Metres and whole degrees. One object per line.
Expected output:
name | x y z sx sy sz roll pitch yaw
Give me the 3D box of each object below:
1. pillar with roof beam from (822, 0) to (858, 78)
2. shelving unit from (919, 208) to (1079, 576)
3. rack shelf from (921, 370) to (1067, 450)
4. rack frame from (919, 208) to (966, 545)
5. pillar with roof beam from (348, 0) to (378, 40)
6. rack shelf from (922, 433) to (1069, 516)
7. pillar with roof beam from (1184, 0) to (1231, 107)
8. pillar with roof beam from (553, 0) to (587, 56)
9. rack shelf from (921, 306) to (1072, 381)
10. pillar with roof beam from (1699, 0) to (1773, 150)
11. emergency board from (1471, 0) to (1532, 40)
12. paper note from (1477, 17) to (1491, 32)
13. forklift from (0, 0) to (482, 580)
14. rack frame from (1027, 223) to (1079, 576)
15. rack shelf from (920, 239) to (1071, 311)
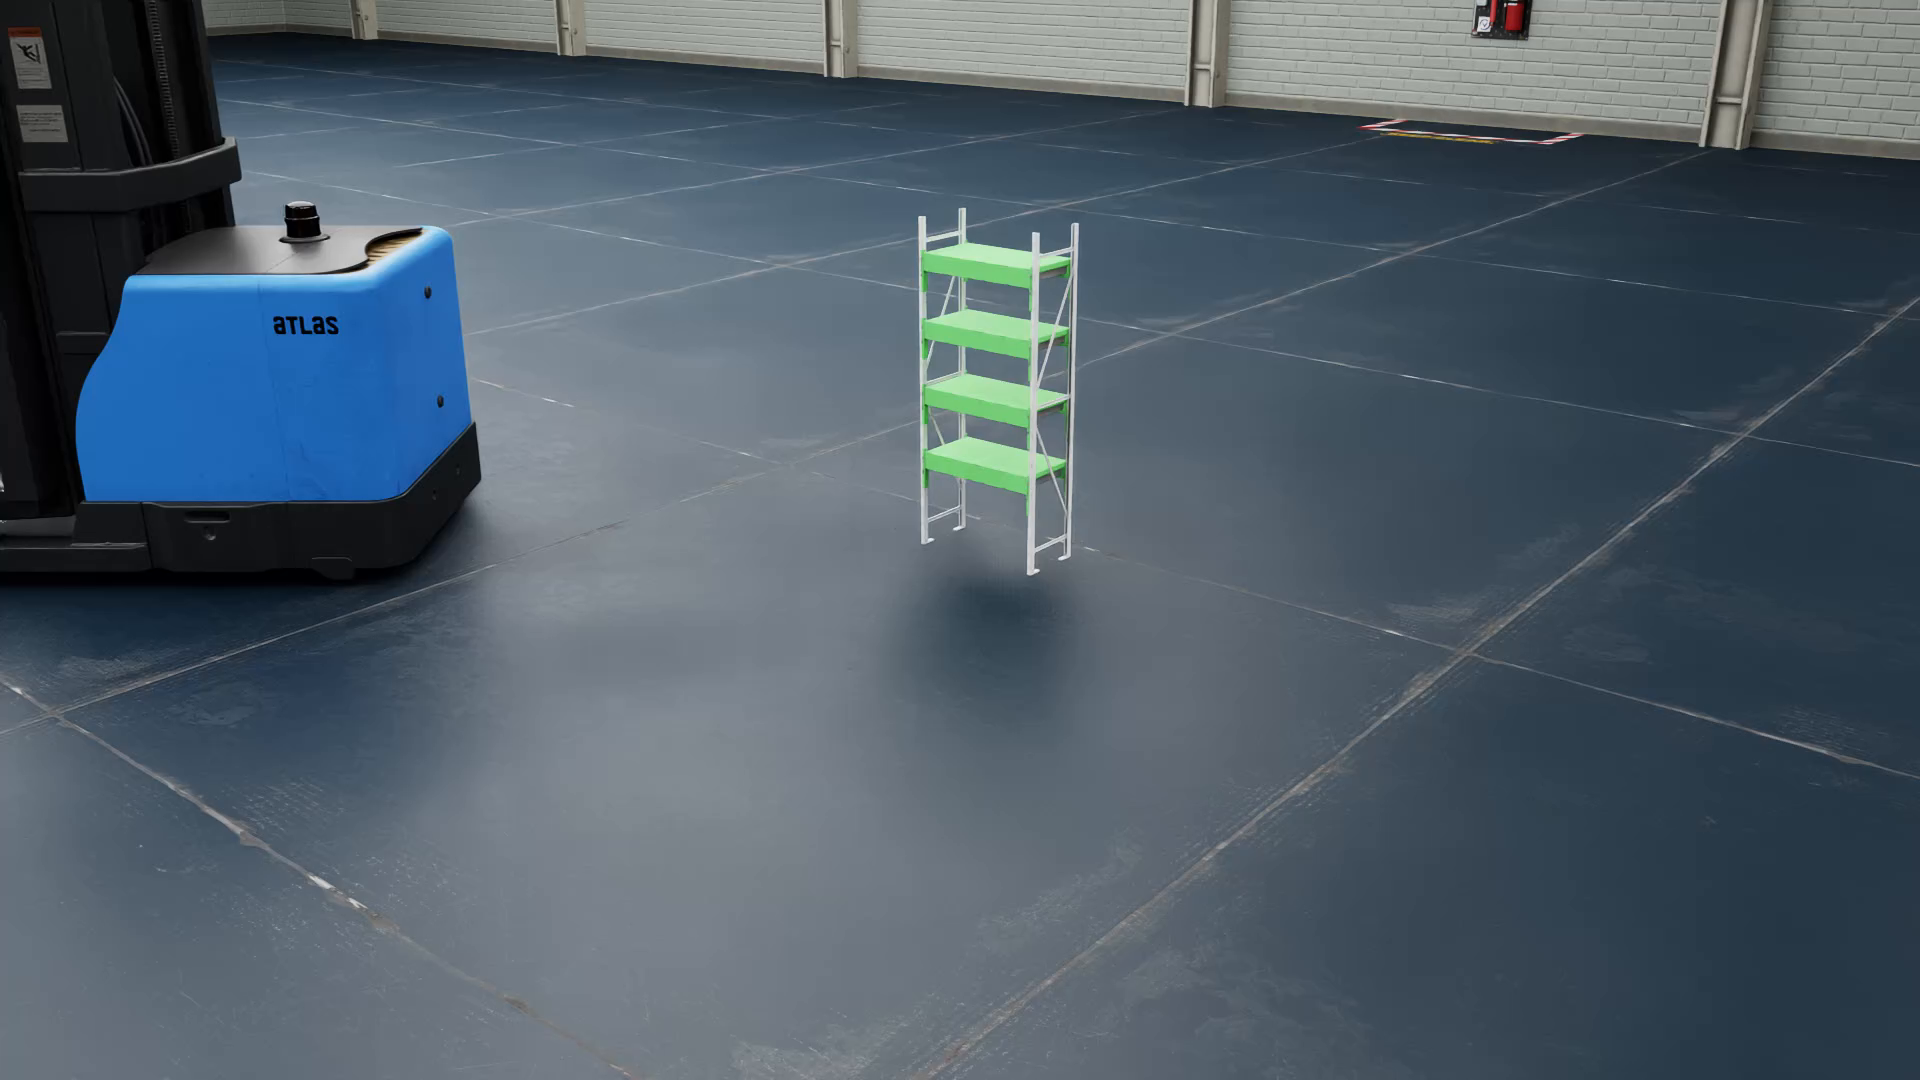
pillar with roof beam | -4.411 -9.629 18.950 0.400 9.000 9.100 16 26 36
shelving unit | 0.128 -0.524 5.859 0.503 1.200 0.258 16 26 36
rack shelf | 0.128 -0.465 5.881 0.480 0.148 0.258 16 26 36
rack frame | -0.061 -0.579 6.003 0.015 1.200 0.240 16 26 36
pillar with roof beam | -13.707 -12.307 26.049 0.400 9.000 9.100 16 26 36
rack shelf | 0.128 -0.240 5.966 0.480 0.148 0.258 16 26 36
pillar with roof beam | 0.238 -8.291 15.400 0.400 9.000 9.100 16 26 36
pillar with roof beam | -9.059 -10.968 22.500 0.400 9.000 9.100 16 26 36
rack shelf | 0.128 -0.689 5.796 0.480 0.148 0.258 16 26 36
pillar with roof beam | 4.886 -6.952 11.850 0.400 9.000 9.100 16 26 36
emergency board | 5.718 -5.884 17.519 0.643 1.169 0.194 16 26 36
paper note | 5.624 -5.530 17.829 0.142 0.148 0.016 16 26 36
forklift | -3.413 -1.391 5.703 3.031 2.935 1.130 0 21 0
rack frame | 0.317 -0.470 5.714 0.015 1.200 0.240 16 26 36
rack shelf | 0.128 -0.914 5.712 0.480 0.148 0.258 16 26 36
